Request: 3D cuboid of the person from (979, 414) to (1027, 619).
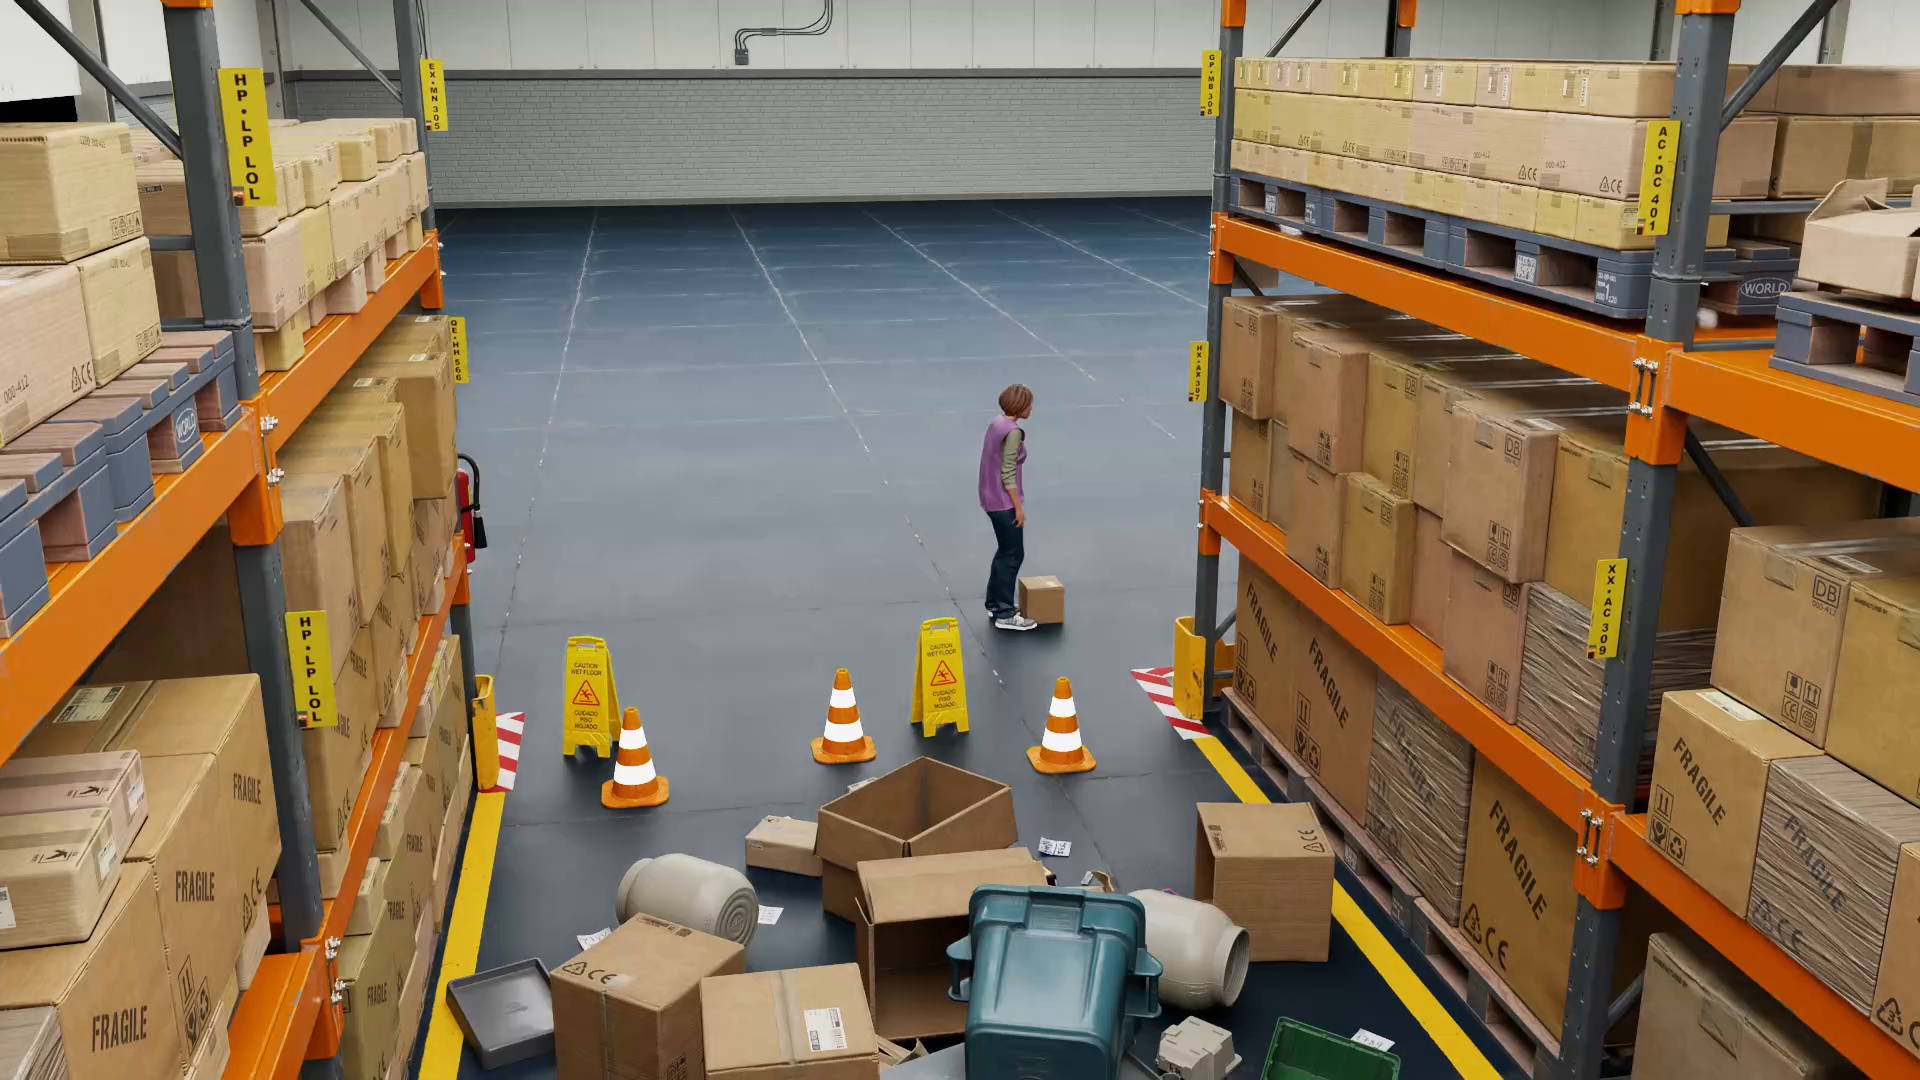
[{"bbox_3d":[0.278,-0.162,10.836,0.289,1.327,0.459,-3,17,-10],"label":"person"}]
